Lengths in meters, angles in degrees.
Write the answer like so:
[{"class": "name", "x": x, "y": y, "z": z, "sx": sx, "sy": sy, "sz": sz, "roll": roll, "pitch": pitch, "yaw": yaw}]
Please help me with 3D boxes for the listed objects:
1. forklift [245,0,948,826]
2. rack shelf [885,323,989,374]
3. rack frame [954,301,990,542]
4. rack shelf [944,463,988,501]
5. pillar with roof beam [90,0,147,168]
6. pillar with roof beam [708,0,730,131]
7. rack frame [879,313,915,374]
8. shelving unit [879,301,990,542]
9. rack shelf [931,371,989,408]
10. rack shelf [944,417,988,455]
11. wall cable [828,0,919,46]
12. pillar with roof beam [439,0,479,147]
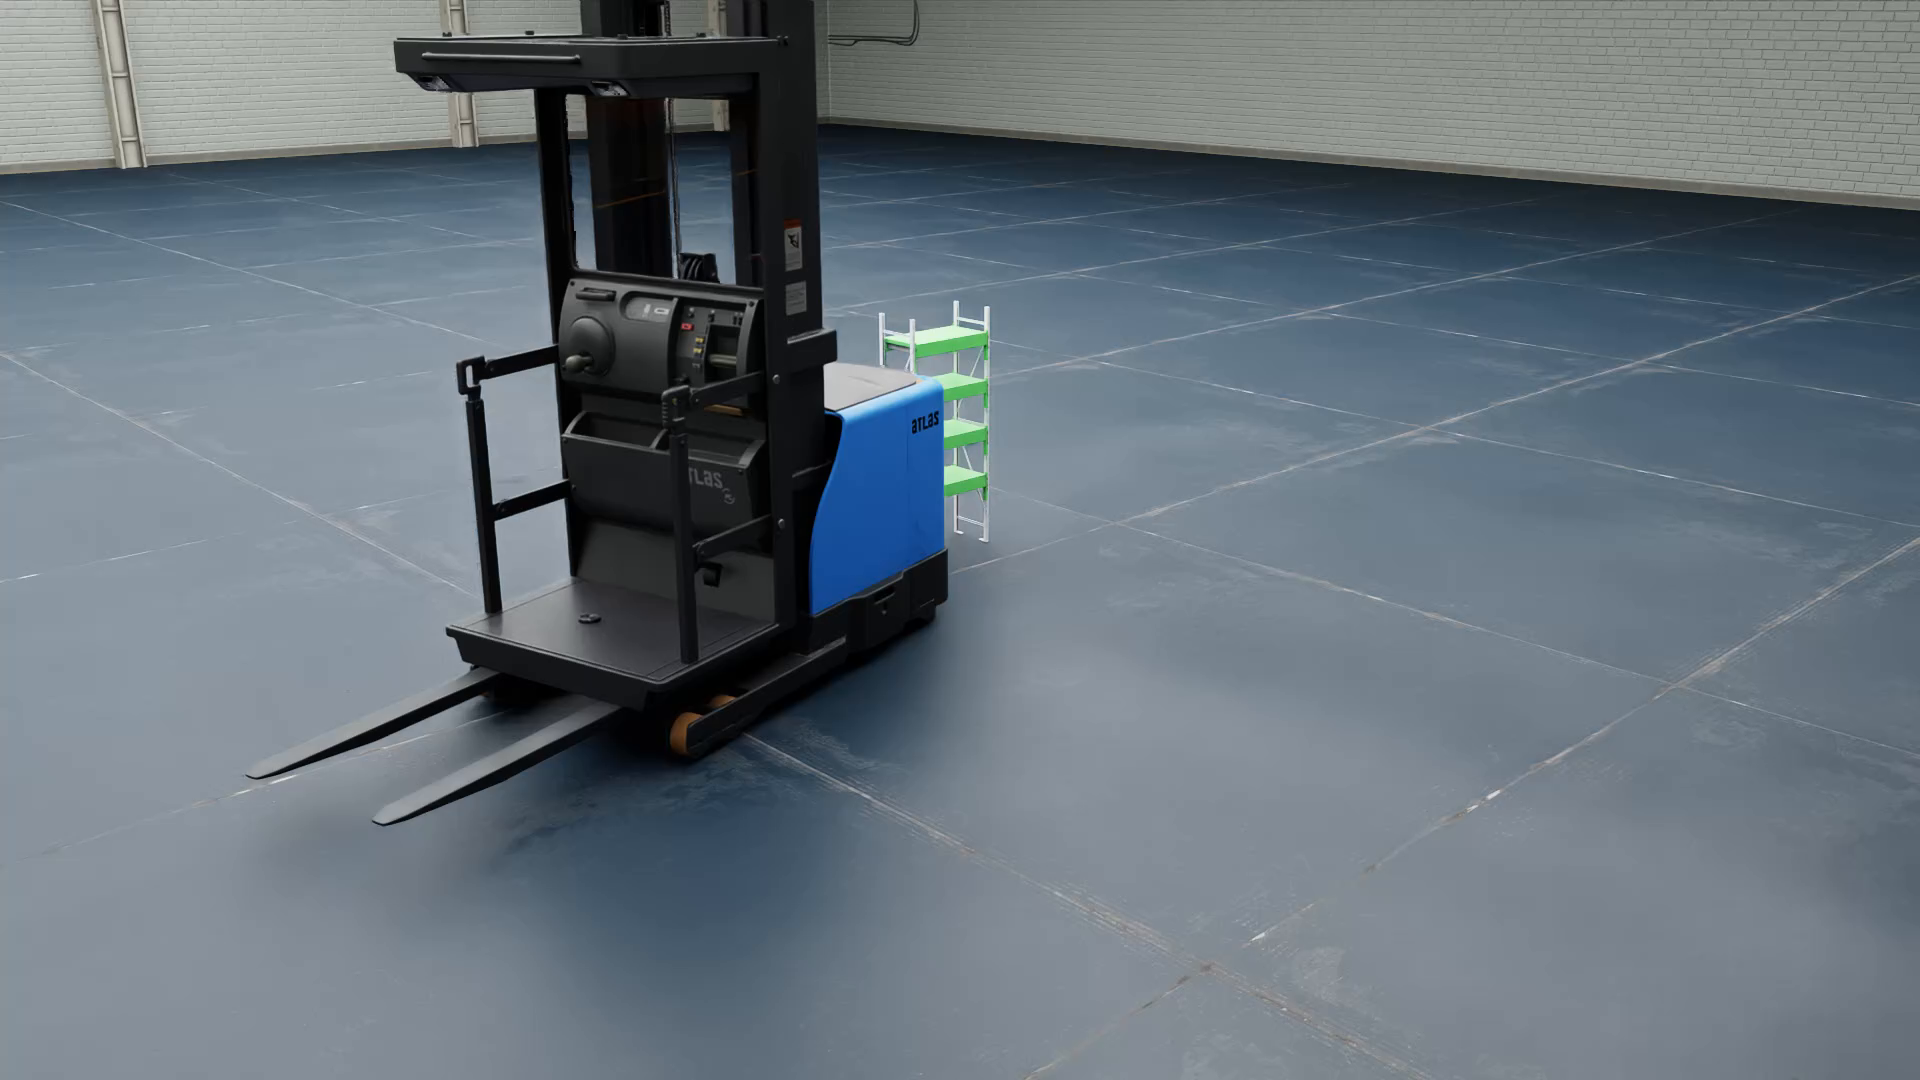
[{"class": "forklift", "x": -1.253, "y": -0.764, "z": 6.088, "sx": 1.130, "sy": 2.935, "sz": 3.031, "roll": 11, "pitch": 21, "yaw": 30}, {"class": "rack shelf", "x": -0.120, "y": -0.932, "z": 8.063, "sx": 0.480, "sy": 0.148, "sz": 0.258, "roll": -16, "pitch": 24, "yaw": -41}, {"class": "rack frame", "x": 0.057, "y": -0.587, "z": 8.351, "sx": 0.015, "sy": 1.200, "sz": 0.240, "roll": -16, "pitch": 24, "yaw": -41}, {"class": "rack shelf", "x": -0.120, "y": -0.247, "z": 8.285, "sx": 0.480, "sy": 0.148, "sz": 0.258, "roll": -16, "pitch": 24, "yaw": -41}, {"class": "pillar with roof beam", "x": -10.752, "y": -9.489, "z": 23.162, "sx": 0.400, "sy": 9.000, "sz": 9.100, "roll": -16, "pitch": 24, "yaw": -41}, {"class": "pillar with roof beam", "x": -2.033, "y": -12.032, "z": 31.005, "sx": 0.400, "sy": 9.000, "sz": 9.100, "roll": -16, "pitch": 24, "yaw": -41}, {"class": "rack frame", "x": -0.298, "y": -0.484, "z": 8.032, "sx": 0.015, "sy": 1.200, "sz": 0.240, "roll": -16, "pitch": 24, "yaw": -41}, {"class": "shelving unit", "x": -0.120, "y": -0.536, "z": 8.191, "sx": 0.503, "sy": 1.200, "sz": 0.258, "roll": -16, "pitch": 24, "yaw": -41}, {"class": "rack shelf", "x": -0.120, "y": -0.703, "z": 8.137, "sx": 0.480, "sy": 0.148, "sz": 0.258, "roll": -16, "pitch": 24, "yaw": -41}, {"class": "rack shelf", "x": -0.120, "y": -0.475, "z": 8.211, "sx": 0.480, "sy": 0.148, "sz": 0.258, "roll": -16, "pitch": 24, "yaw": -41}, {"class": "wall cable", "x": -1.942, "y": -11.848, "z": 35.471, "sx": 0.112, "sy": 2.526, "sz": 3.097, "roll": -16, "pitch": 24, "yaw": -41}, {"class": "pillar with roof beam", "x": -6.393, "y": -10.761, "z": 27.083, "sx": 0.400, "sy": 9.000, "sz": 9.100, "roll": -16, "pitch": 24, "yaw": -41}]
